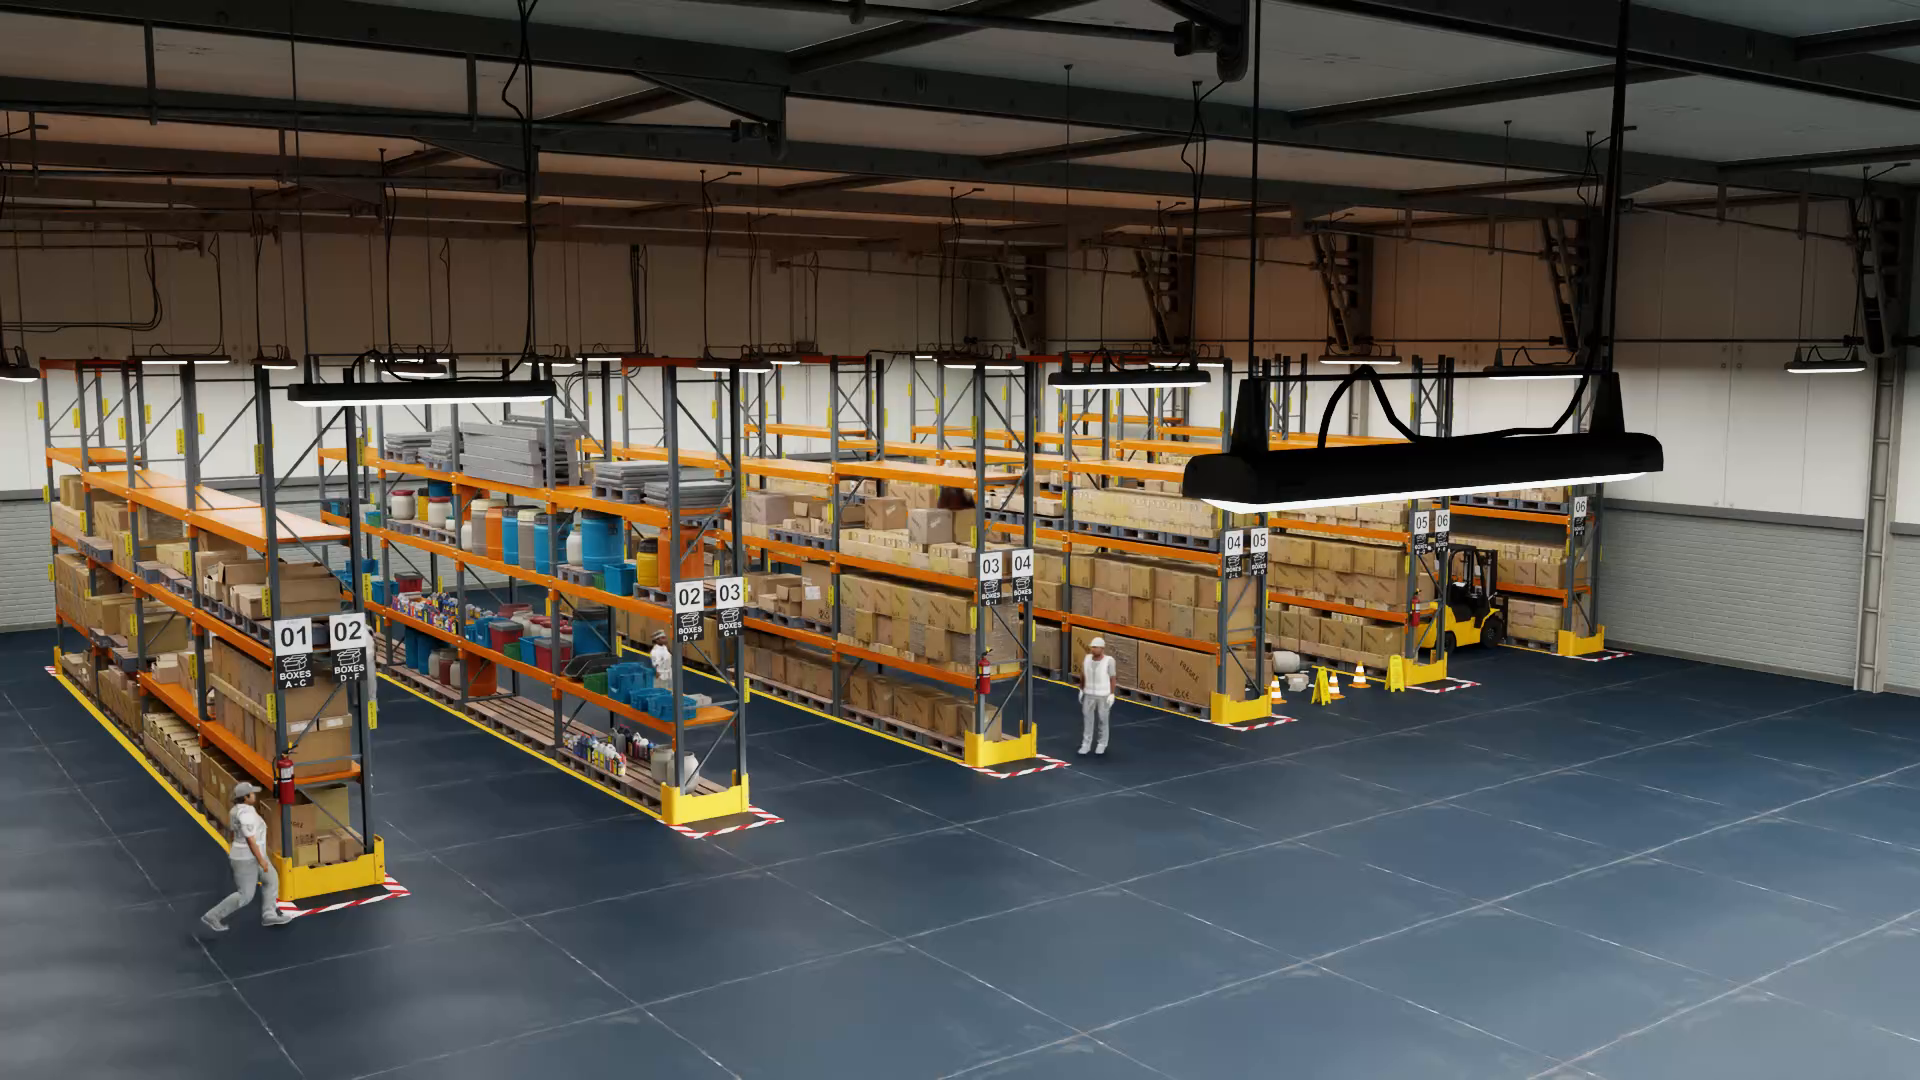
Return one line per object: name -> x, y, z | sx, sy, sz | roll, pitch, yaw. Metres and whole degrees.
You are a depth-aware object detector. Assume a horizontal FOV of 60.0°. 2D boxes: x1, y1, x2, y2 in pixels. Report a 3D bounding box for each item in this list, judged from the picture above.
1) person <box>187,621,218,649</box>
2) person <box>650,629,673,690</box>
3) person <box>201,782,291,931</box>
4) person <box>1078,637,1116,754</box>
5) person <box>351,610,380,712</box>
person -> -13.446, 1.928, 29.698 | 0.631, 1.778, 0.940 | -5, 8, -36
person -> -4.862, 2.258, 27.041 | 0.846, 1.645, 0.454 | 5, 9, 37
person -> -7.669, 3.390, 17.806 | 0.865, 1.615, 0.493 | -2, 7, -17
person -> 2.081, 2.382, 25.469 | 0.573, 1.797, 0.473 | 3, 7, 22
person -> -10.246, 2.053, 28.468 | 0.521, 1.725, 0.991 | -4, 8, -30
